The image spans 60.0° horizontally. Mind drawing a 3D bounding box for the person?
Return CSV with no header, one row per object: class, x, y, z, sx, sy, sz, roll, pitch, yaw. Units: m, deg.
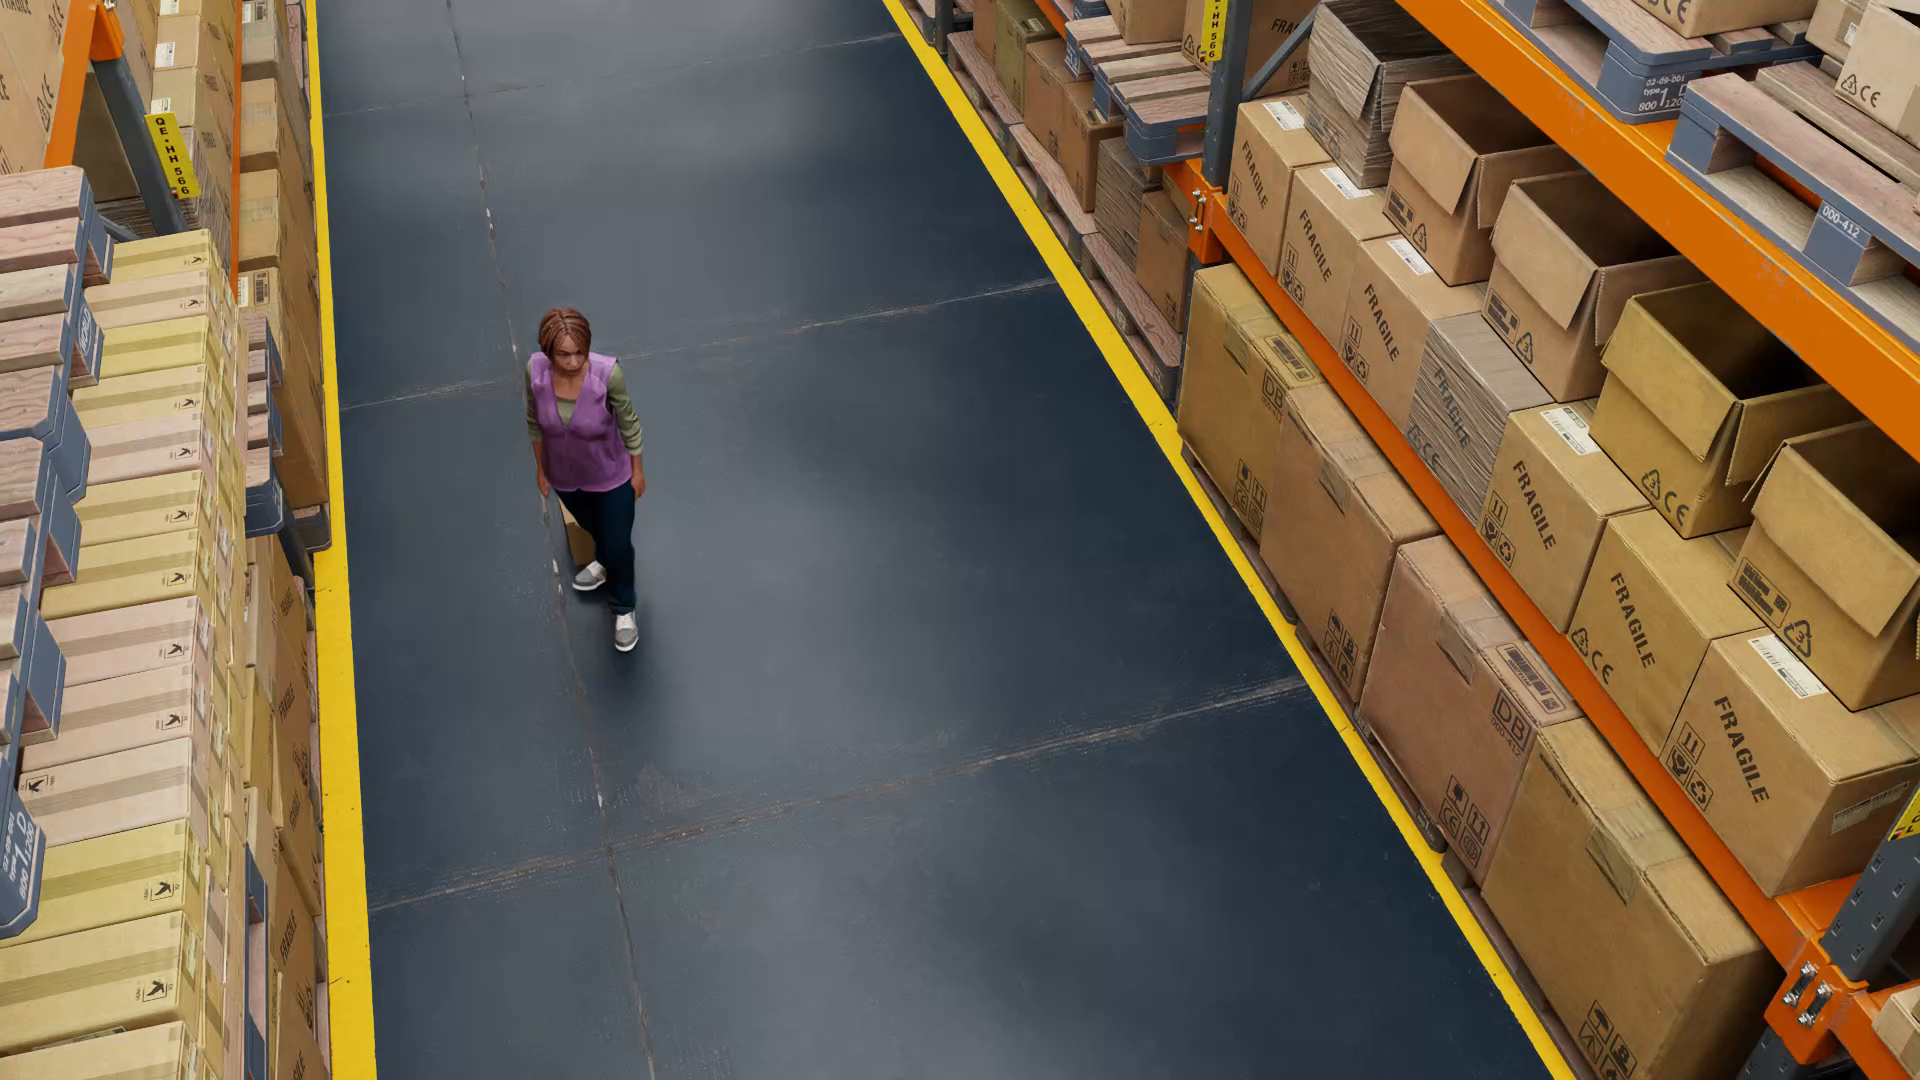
person,-1.433,-0.292,6.486,0.451,1.588,0.514,5,43,6
